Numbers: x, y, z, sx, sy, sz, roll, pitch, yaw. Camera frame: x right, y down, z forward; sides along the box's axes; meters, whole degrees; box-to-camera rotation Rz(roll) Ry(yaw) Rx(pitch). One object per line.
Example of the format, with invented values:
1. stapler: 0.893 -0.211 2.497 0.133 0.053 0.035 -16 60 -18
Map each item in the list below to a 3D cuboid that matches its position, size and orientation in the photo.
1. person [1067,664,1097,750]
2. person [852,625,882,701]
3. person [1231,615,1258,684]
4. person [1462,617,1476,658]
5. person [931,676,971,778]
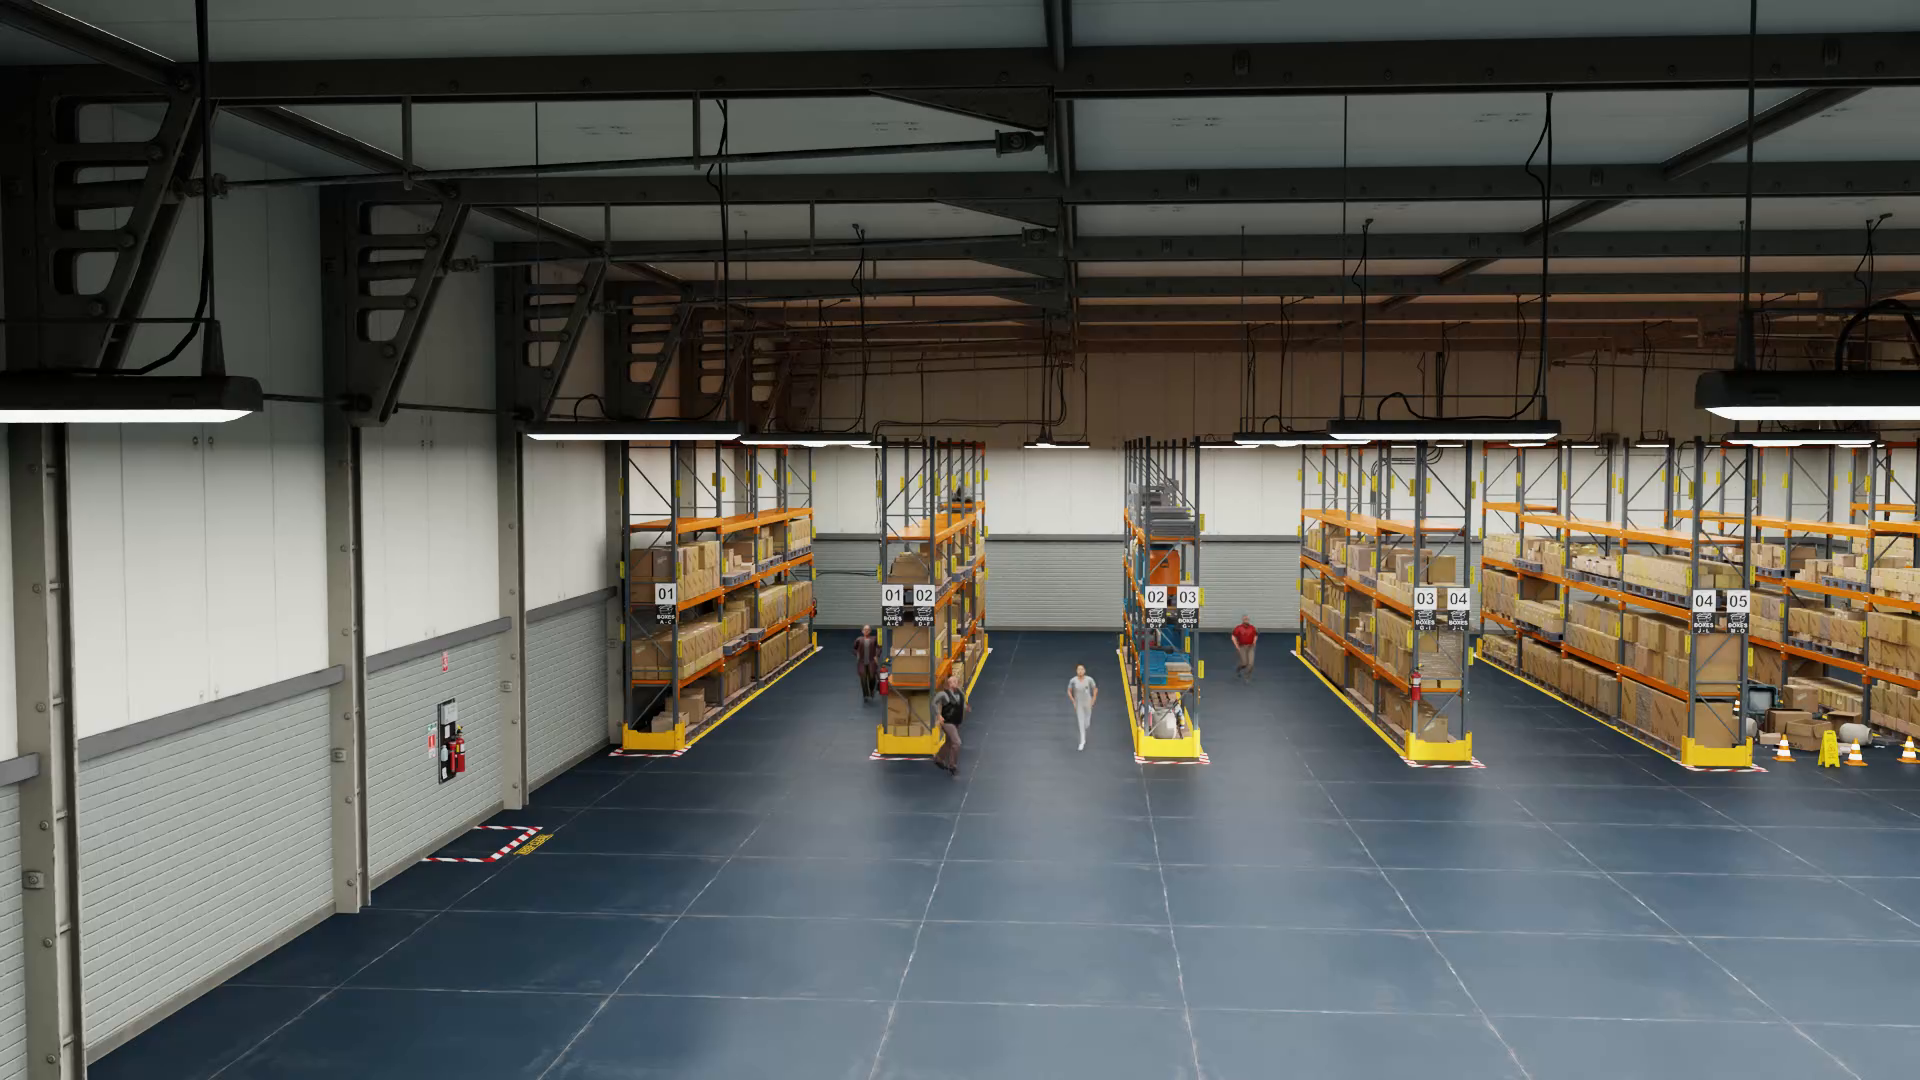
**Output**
1. person: 2.357 3.193 32.127 0.572 1.651 0.638 0 3 0
2. person: -2.128 2.819 37.991 0.701 1.729 0.653 0 3 0
3. person: 7.048 2.696 41.044 0.664 1.682 0.602 0 3 -9
4. person: 13.106 2.591 43.338 0.578 1.675 0.986 0 3 -2
5. person: -0.157 3.287 29.457 0.788 1.778 0.651 2 4 39
